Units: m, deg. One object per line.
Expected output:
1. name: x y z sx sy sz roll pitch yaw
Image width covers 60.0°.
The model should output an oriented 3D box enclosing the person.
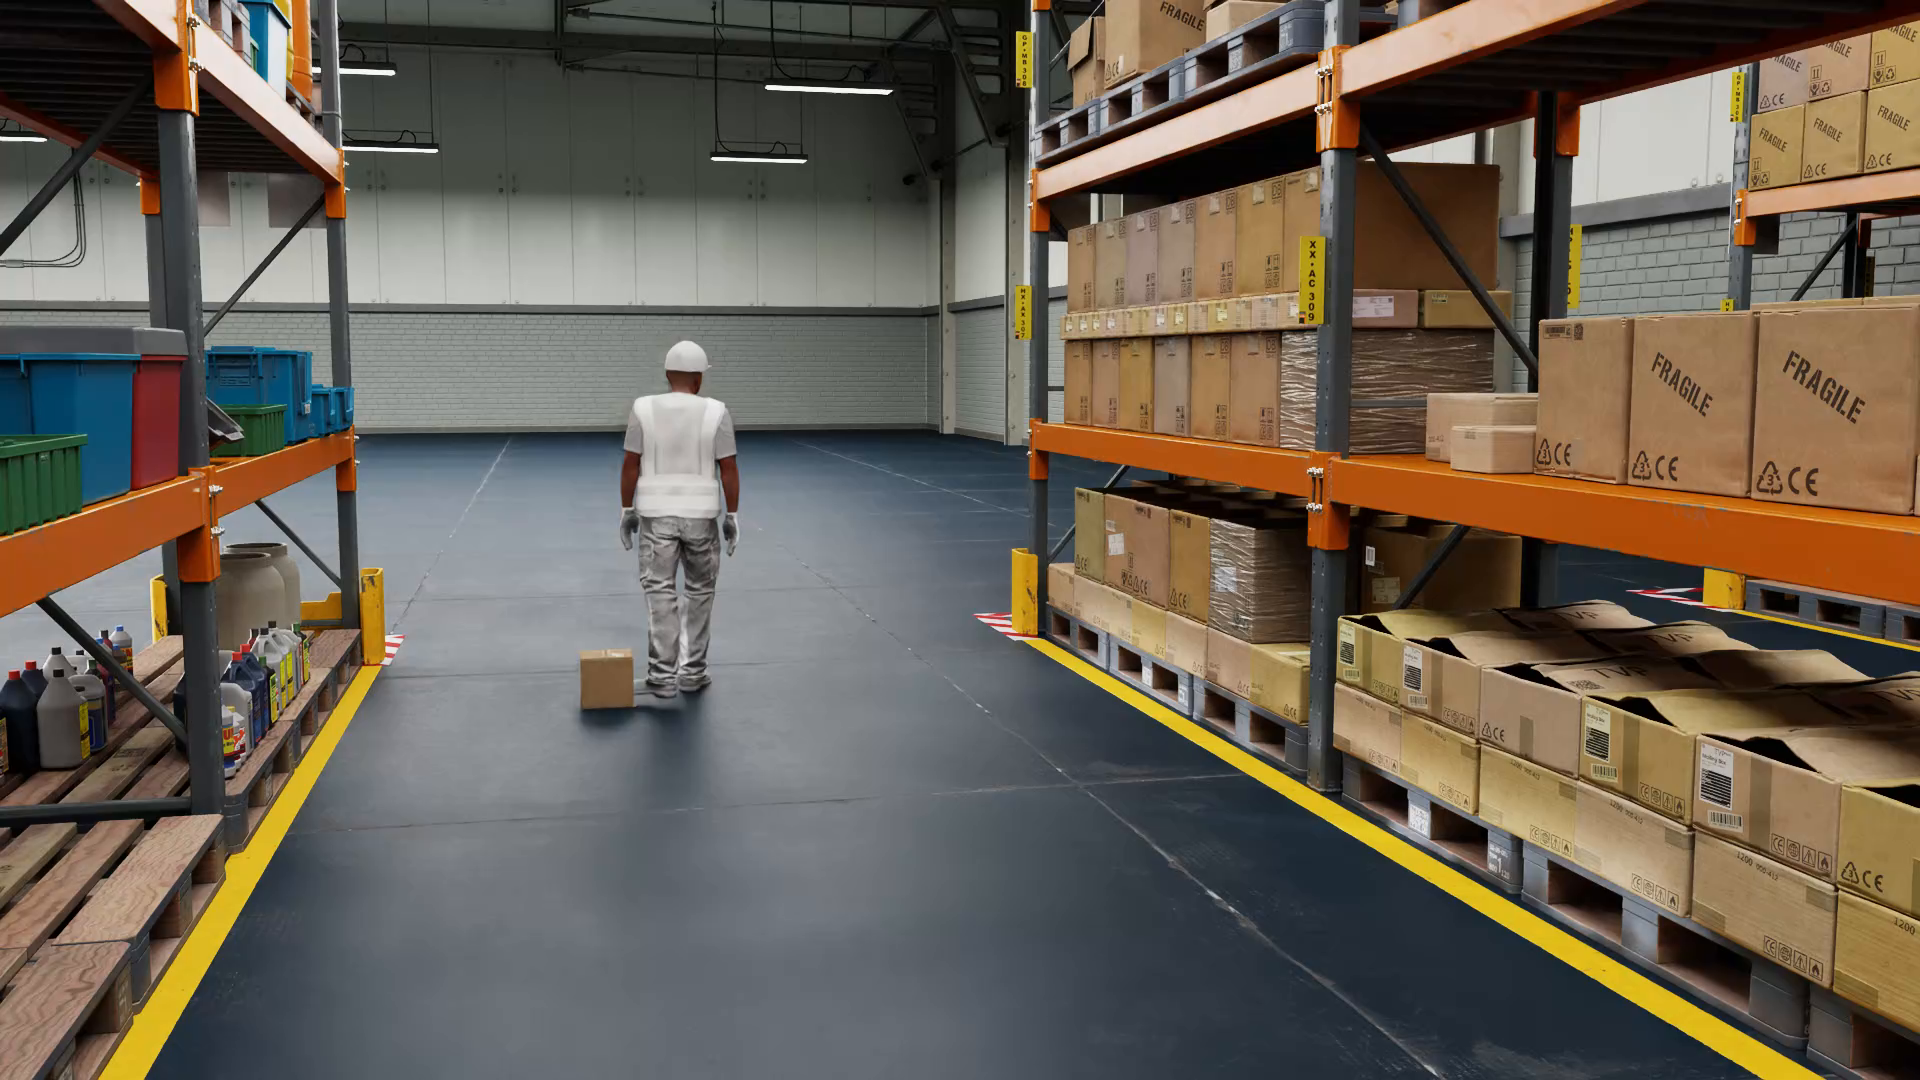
1. person: -1.404 -0.104 8.323 0.599 1.776 0.603 -1 6 -10
